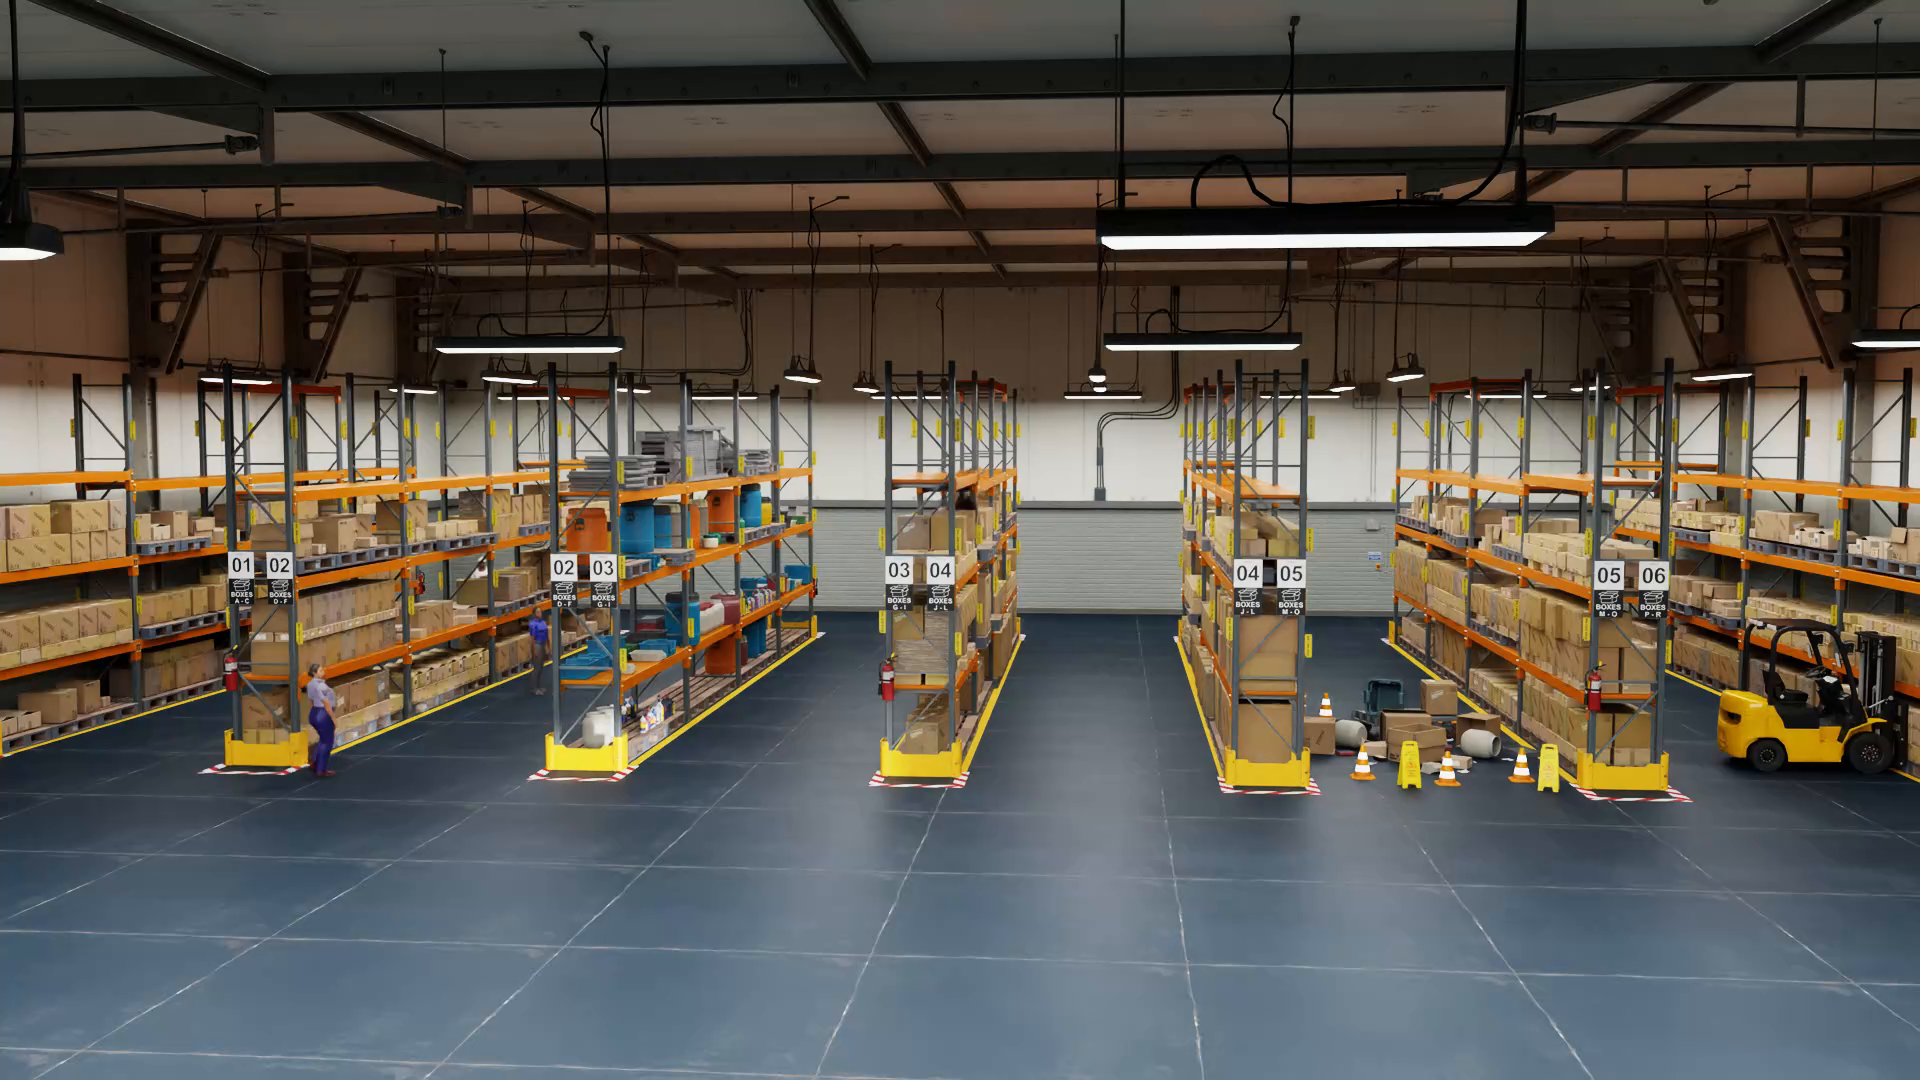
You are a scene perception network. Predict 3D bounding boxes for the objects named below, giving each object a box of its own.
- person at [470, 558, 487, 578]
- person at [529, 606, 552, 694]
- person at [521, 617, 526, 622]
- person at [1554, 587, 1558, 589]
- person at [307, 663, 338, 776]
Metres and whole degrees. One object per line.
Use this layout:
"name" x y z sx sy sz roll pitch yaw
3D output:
"person" -12.390 1.314 43.055 0.725 1.724 1.057 0 4 -1
"person" -8.018 2.112 31.722 0.371 1.690 0.475 0 4 4
"person" -10.846 1.540 40.384 0.541 1.626 1.016 1 4 19
"person" 13.379 1.764 37.336 0.339 1.637 0.462 0 4 -5
"person" -9.160 2.603 24.020 0.512 1.633 0.428 4 5 43
